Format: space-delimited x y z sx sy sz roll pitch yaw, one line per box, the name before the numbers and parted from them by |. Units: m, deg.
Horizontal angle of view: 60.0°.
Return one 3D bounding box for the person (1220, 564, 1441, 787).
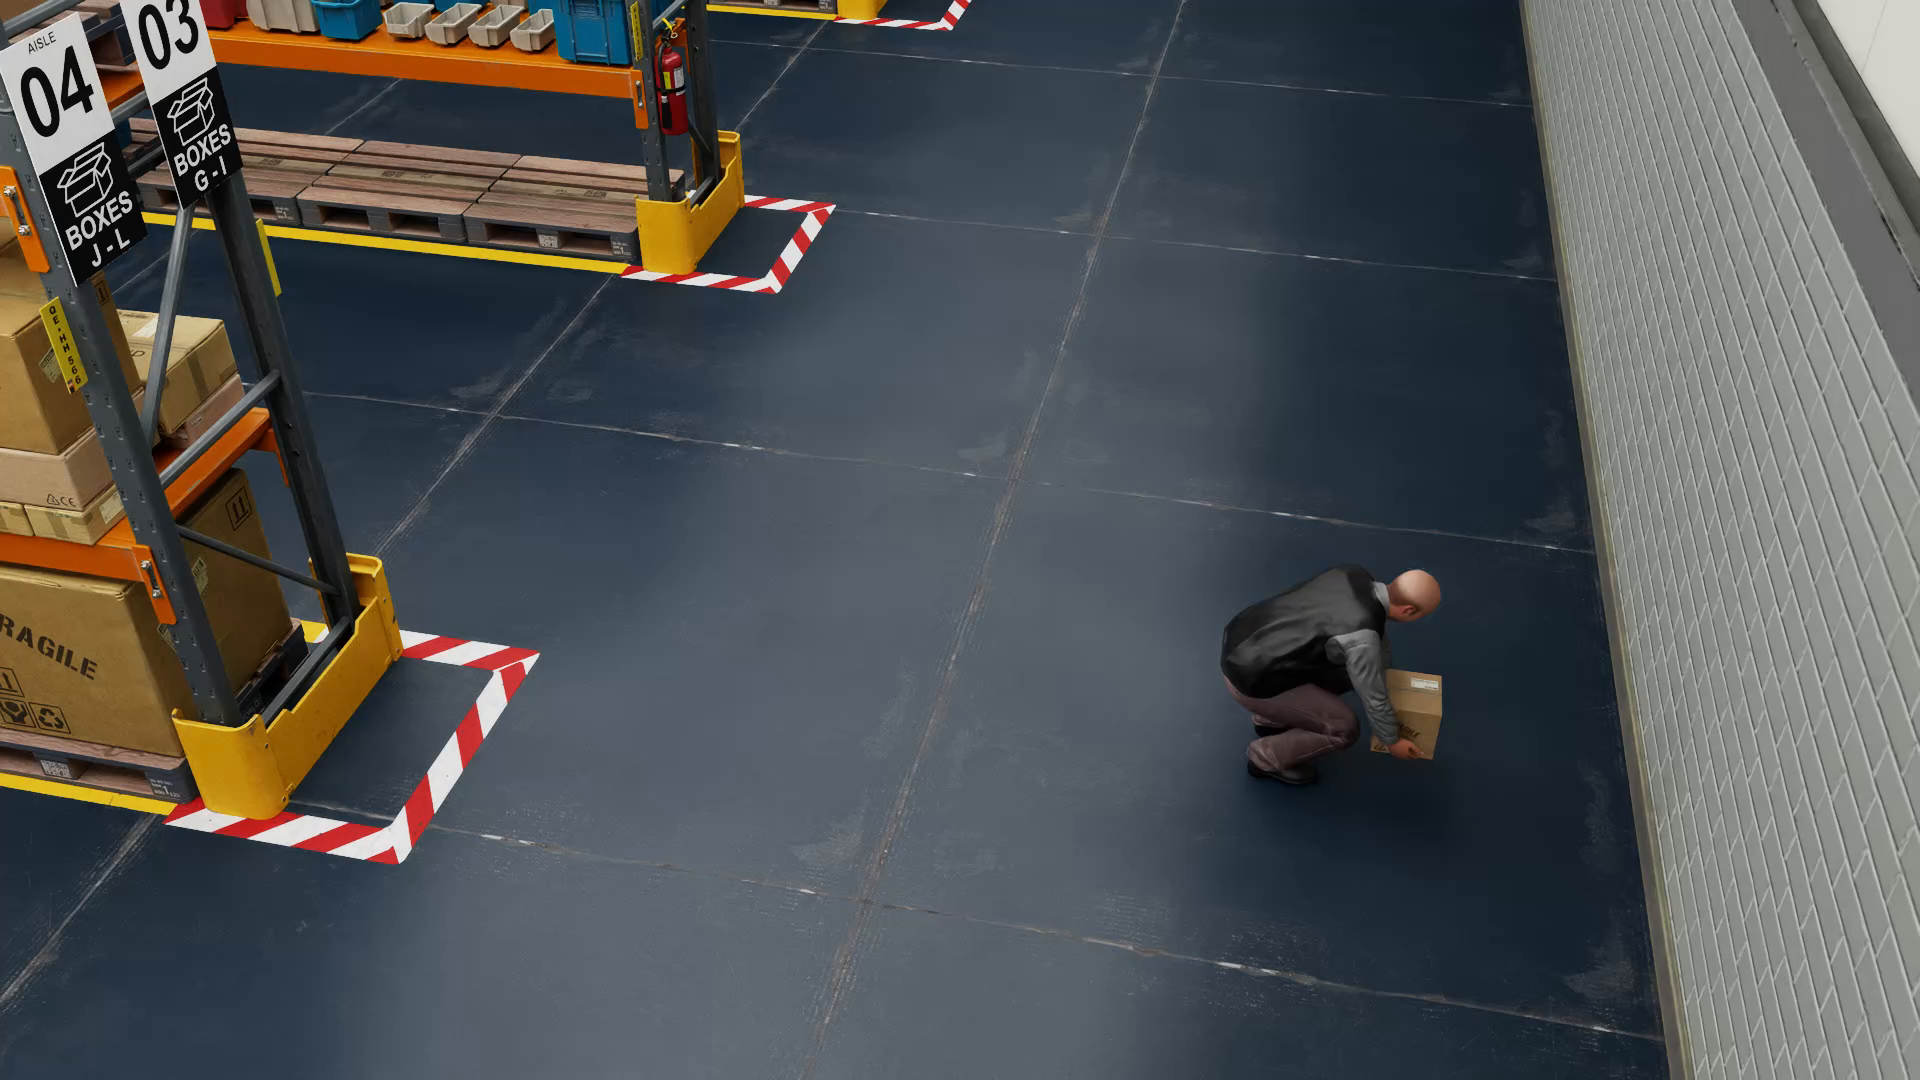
person | 1.517 0.520 6.896 0.864 0.996 0.543 7 37 10
